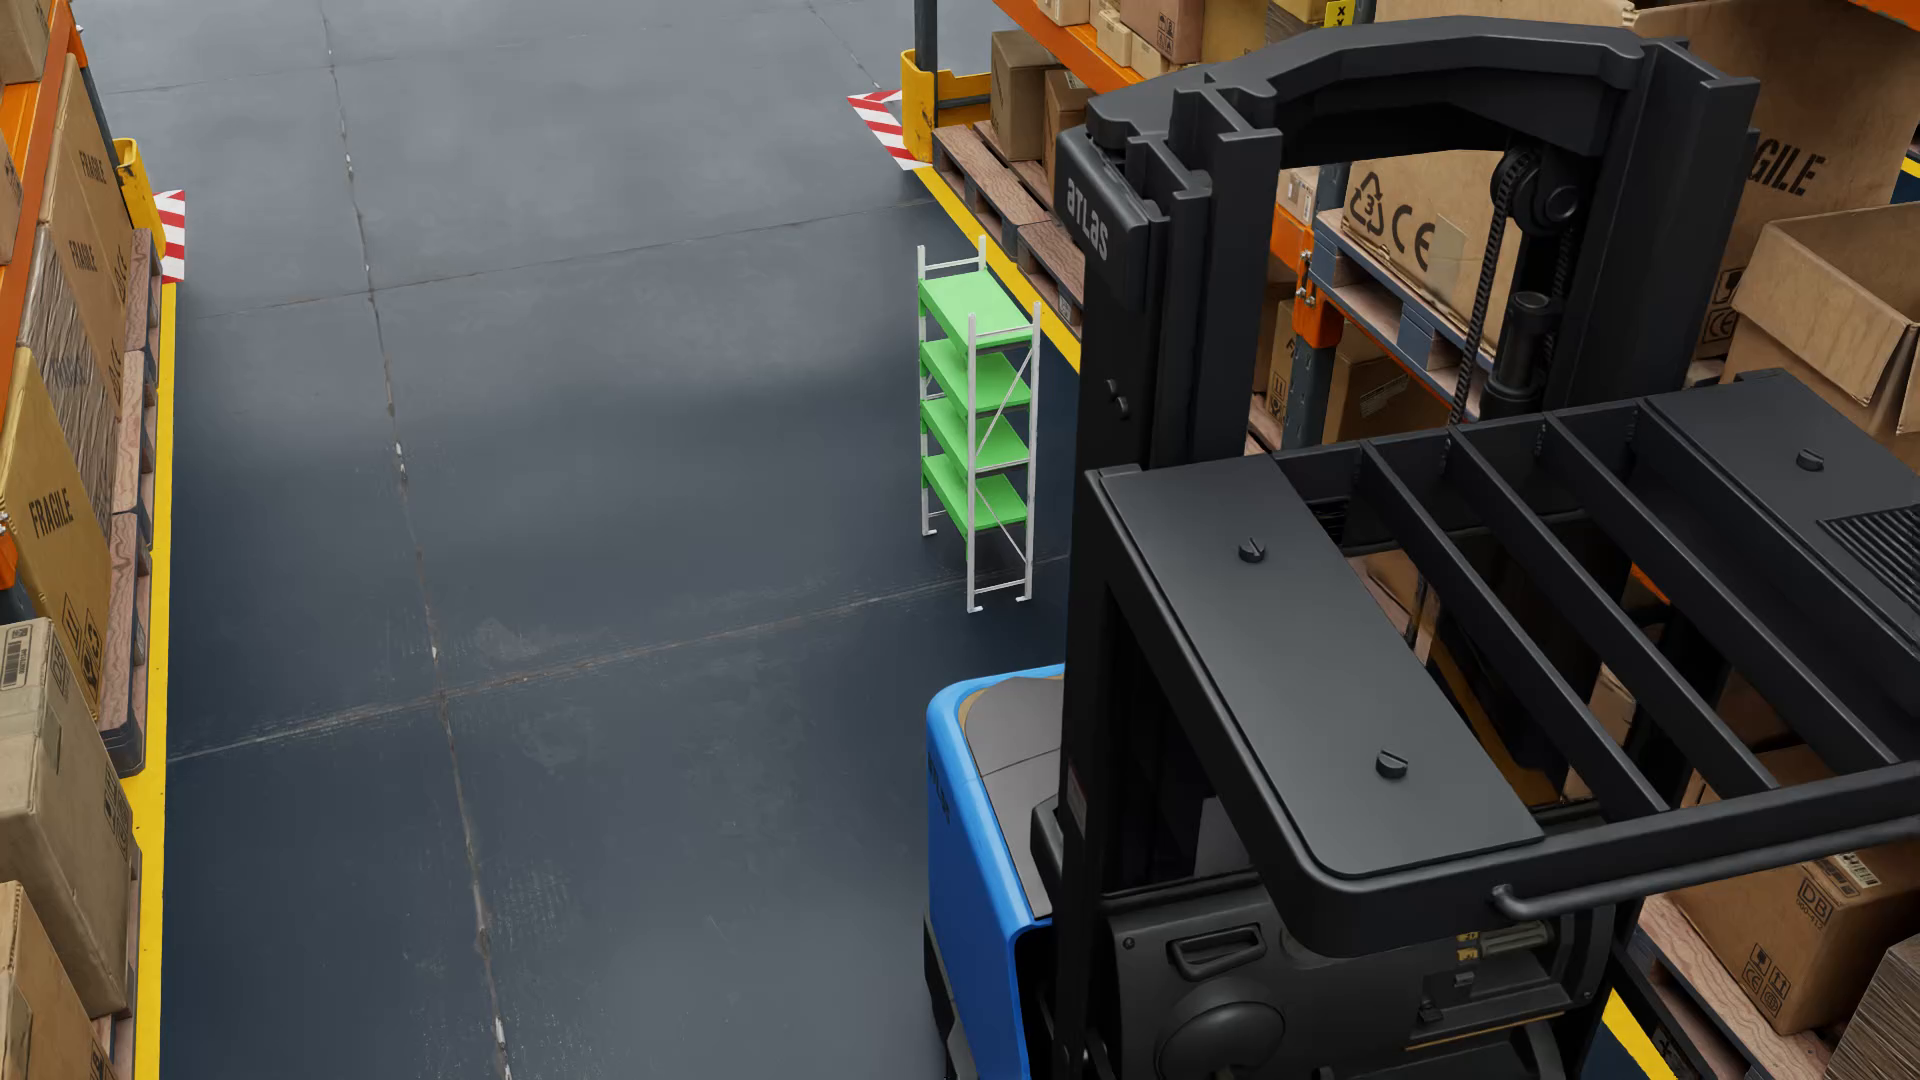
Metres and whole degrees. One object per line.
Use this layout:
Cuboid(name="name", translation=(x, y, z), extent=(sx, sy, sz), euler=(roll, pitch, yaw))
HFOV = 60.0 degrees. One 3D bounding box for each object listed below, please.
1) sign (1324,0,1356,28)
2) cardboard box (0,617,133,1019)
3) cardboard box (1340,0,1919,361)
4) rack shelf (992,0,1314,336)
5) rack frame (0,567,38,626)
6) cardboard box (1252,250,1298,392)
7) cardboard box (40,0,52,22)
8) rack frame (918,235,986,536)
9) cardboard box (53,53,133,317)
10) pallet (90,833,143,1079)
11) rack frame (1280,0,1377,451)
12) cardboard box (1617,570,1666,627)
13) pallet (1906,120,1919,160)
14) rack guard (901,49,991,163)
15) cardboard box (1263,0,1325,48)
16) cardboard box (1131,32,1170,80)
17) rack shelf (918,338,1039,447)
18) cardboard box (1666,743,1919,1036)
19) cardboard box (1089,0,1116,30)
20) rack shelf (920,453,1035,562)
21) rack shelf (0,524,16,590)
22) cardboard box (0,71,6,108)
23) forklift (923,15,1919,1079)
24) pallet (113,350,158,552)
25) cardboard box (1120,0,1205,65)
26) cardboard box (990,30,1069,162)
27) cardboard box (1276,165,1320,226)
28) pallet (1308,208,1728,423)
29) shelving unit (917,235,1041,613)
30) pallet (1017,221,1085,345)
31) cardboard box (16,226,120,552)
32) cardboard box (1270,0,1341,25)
Cuboid(name="sign", translation=(1.118, -1.446, 4.957), extent=(0.100, 0.325, 0.005), euler=(-12, 39, -16))
Cuboid(name="cardboard box", translation=(-2.769, 0.816, 4.195), extent=(1.050, 0.750, 0.750), euler=(-13, 39, -16))
Cuboid(name="cardboard box", translation=(1.767, -1.147, 4.432), extent=(1.000, 1.000, 1.000), euler=(-12, 39, -16))
Cuboid(name="rack shelf", translation=(0.937, -2.060, 7.089), extent=(1.077, 0.370, 4.000), euler=(-12, 39, -16))
Cuboid(name="rack frame", translation=(-3.067, -0.247, 4.085), extent=(1.000, 3.000, 0.127), euler=(-12, 39, -16))
Cuboid(name="cardboard box", translation=(1.321, -0.943, 6.737), extent=(0.500, 0.500, 0.500), euler=(-1, 37, -1))
Cuboid(name="cardboard box", translation=(-4.273, -2.367, 6.774), extent=(0.875, 0.550, 0.550), euler=(-12, 39, -16))
Cuboid(name="rack frame", translation=(-0.027, -0.524, 5.948), extent=(0.240, 1.200, 0.015), euler=(-12, 39, -16))
Cuboid(name="cardboard box", translation=(-4.148, -1.457, 7.108), extent=(0.875, 0.875, 0.875), euler=(-12, 39, -16))
Cuboid(name="pallet", translation=(-2.730, 1.287, 4.366), extent=(1.003, 0.211, 1.213), euler=(-12, 39, -16))
Cuboid(name="rack frame", translation=(1.625, -1.217, 5.373), extent=(1.000, 3.000, 0.127), euler=(-12, 39, -16))
Cuboid(name="cardboard box", translation=(1.963, 0.230, 5.163), extent=(0.700, 0.500, 0.500), euler=(-13, 39, -16))
Cuboid(name="pallet", translation=(5.660, -2.207, 9.005), extent=(1.003, 0.211, 1.213), euler=(-12, 39, -16))
Cuboid(name="rack guard", translation=(0.275, -2.435, 9.068), extent=(1.175, 0.500, 0.348), euler=(-12, 39, -16))
Cuboid(name="cardboard box", translation=(1.528, -1.643, 5.608), extent=(0.875, 0.500, 0.500), euler=(-12, 39, -16))
Cuboid(name="cardboard box", translation=(0.892, -1.894, 6.480), extent=(0.380, 0.149, 0.250), euler=(-12, 39, -16))
Cuboid(name="rack shelf", translation=(0.057, -0.526, 5.659), extent=(0.258, 0.148, 0.480), euler=(-12, 39, -16))
Cuboid(name="cardboard box", translation=(2.348, 0.861, 4.325), extent=(0.700, 0.500, 0.500), euler=(-9, 38, -12))
Cuboid(name="cardboard box", translation=(0.759, -2.185, 6.866), extent=(0.380, 0.149, 0.250), euler=(-12, 39, -16))
Cuboid(name="rack shelf", translation=(0.057, -0.143, 5.948), extent=(0.258, 0.148, 0.480), euler=(-12, 39, -16))
Cuboid(name="rack shelf", translation=(-2.378, 1.170, 2.802), extent=(1.077, 0.370, 4.000), euler=(-12, 39, -16))
Cuboid(name="cardboard box", translation=(-3.988, -1.718, 5.913), extent=(0.875, 0.550, 0.550), euler=(-12, 39, -16))
Cuboid(name="forklift", translation=(0.767, 0.823, 2.722), extent=(1.130, 2.935, 3.031), euler=(-9, 38, -12))
Cuboid(name="pallet", translation=(-3.678, -0.270, 6.433), extent=(1.003, 0.211, 1.213), euler=(-12, 39, -16))
Cuboid(name="cardboard box", translation=(1.123, -2.194, 6.340), extent=(0.875, 0.500, 0.500), euler=(-12, 39, -16))
Cuboid(name="cardboard box", translation=(0.448, -2.290, 8.526), extent=(0.500, 0.500, 0.500), euler=(-6, 37, -7))
Cuboid(name="cardboard box", translation=(1.275, -1.177, 5.529), extent=(0.380, 0.149, 0.250), euler=(-12, 39, -16))
Cuboid(name="pallet", translation=(1.752, -0.679, 4.817), extent=(1.003, 0.211, 1.213), euler=(-12, 39, -16))
Cuboid(name="shelving unit", translation=(0.057, -0.386, 5.765), extent=(0.258, 1.200, 0.503), euler=(-12, 39, -16))
Cuboid(name="pallet", translation=(0.937, -1.166, 7.622), extent=(1.003, 0.211, 1.213), euler=(-12, 39, -16))
Cuboid(name="cardboard box", translation=(-3.531, -0.445, 5.764), extent=(0.875, 0.875, 0.875), euler=(-12, 39, -16))
Cuboid(name="cardboard box", translation=(1.212, -1.973, 5.214), extent=(0.500, 0.500, 0.500), euler=(-12, 39, -16))
